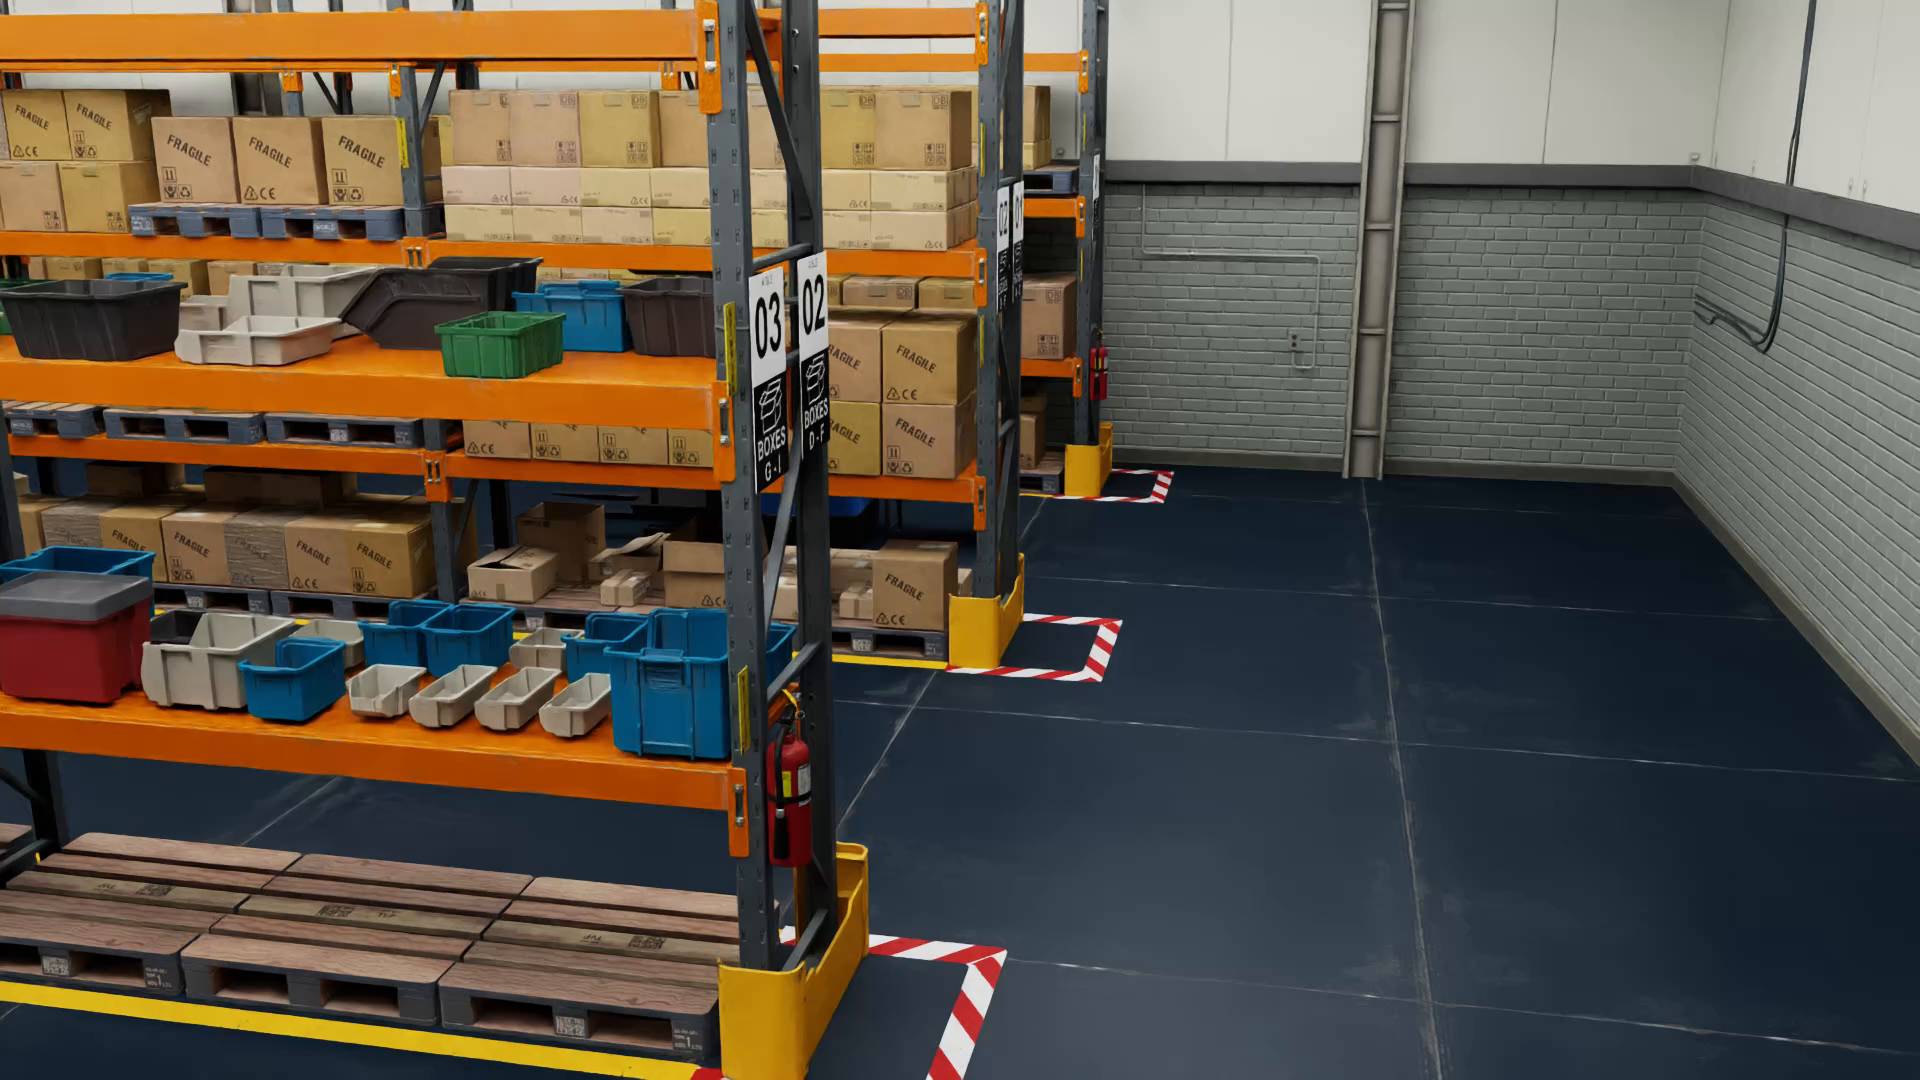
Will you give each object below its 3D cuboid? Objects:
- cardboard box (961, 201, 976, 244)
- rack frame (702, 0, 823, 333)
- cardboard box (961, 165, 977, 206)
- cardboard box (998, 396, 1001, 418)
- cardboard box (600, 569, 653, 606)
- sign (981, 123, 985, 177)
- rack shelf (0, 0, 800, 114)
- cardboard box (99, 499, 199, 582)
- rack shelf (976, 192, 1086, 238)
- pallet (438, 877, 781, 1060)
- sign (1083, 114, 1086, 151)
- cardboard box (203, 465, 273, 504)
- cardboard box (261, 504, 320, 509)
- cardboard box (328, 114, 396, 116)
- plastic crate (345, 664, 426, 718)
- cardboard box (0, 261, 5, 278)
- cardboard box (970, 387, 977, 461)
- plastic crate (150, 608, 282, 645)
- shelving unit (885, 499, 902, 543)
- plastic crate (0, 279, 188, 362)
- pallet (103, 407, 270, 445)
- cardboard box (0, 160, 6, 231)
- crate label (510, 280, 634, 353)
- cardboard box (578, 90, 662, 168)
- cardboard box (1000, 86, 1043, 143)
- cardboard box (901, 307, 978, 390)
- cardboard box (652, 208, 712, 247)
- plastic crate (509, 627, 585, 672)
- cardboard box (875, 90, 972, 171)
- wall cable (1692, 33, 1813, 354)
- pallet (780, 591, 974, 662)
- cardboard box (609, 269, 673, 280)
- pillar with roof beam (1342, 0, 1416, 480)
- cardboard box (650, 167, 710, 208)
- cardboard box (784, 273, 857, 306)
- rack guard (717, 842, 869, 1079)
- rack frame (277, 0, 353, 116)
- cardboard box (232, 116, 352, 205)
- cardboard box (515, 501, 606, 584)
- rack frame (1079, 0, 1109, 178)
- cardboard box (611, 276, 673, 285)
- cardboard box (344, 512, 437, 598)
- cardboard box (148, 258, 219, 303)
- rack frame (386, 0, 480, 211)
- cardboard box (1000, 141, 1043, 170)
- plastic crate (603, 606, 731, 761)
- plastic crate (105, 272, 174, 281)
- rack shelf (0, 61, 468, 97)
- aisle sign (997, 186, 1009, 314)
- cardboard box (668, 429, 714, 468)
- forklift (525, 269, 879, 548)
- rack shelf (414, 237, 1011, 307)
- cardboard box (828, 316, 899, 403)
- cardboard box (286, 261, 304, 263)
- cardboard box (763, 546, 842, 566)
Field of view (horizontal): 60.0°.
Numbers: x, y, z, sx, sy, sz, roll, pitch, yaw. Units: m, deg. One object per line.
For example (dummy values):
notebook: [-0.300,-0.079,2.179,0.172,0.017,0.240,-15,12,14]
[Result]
cardboard box: [-0.179,-2.187,11.431,0.500,0.250,0.500,3,16,11]
rack frame: [-0.717,-2.316,5.995,0.127,3.000,1.000,3,16,11]
cardboard box: [-0.178,-2.430,11.370,0.500,0.250,0.500,3,16,11]
cardboard box: [0.389,-1.297,16.235,0.250,0.149,0.380,3,16,10]
cardboard box: [-2.428,0.343,12.119,0.250,0.166,0.380,3,16,11]
sign: [0.143,-2.448,10.434,0.005,0.325,0.100,3,16,11]
rack shelf: [-2.677,-1.883,6.528,4.000,0.370,1.077,3,16,11]
cardboard box: [-6.172,0.000,12.730,0.500,0.500,0.500,3,16,10]
rack shelf: [-0.703,-3.221,16.231,4.000,0.370,1.077,3,16,11]
pallet: [-1.518,1.865,7.363,1.213,0.211,1.003,3,16,11]
sign: [1.135,-3.709,15.134,0.005,0.325,0.100,3,16,11]
cardboard box: [-5.543,-0.471,13.027,0.500,0.250,0.500,3,16,10]
cardboard box: [-5.085,-0.084,13.034,0.500,0.500,0.500,3,16,12]
cardboard box: [-6.105,-4.137,17.178,0.500,0.500,0.700,2,16,7]
plastic crate: [-2.405,0.639,6.948,0.250,0.136,0.298,3,16,11]
cardboard box: [-10.921,-3.033,18.661,0.500,0.500,0.500,3,16,10]
cardboard box: [-0.109,-0.861,11.794,0.500,0.500,0.500,3,16,12]
plastic crate: [-3.487,0.456,7.631,0.590,0.125,0.437,3,16,11]
shelving unit: [-0.084,-0.727,14.308,1.048,1.500,0.538,3,16,11]
plastic crate: [-3.474,-0.882,6.683,0.590,0.269,0.497,3,16,11]
pallet: [-5.659,-0.951,12.666,1.213,0.211,1.003,3,16,11]
cardboard box: [-7.132,-2.625,12.543,0.500,0.500,0.910,3,16,11]
crate label: [-1.557,-0.932,6.897,0.502,0.251,0.408,3,16,11]
cardboard box: [-2.209,-2.804,11.316,0.500,0.500,0.700,3,16,11]
cardboard box: [0.485,-3.969,15.485,0.500,0.500,0.500,3,16,11]
cardboard box: [-0.109,-1.343,11.660,0.500,0.500,0.500,4,16,13]
cardboard box: [-1.750,-2.135,11.243,0.500,0.250,0.500,3,16,11]
plastic crate: [-1.856,0.500,7.451,0.298,0.136,0.250,3,16,11]
cardboard box: [-0.233,-2.719,11.009,0.500,0.500,0.700,3,16,11]
wall cable: [6.728,-3.017,14.342,0.112,2.526,3.097,3,16,11]
pallet: [-0.582,0.578,12.012,1.213,0.211,1.003,3,16,11]
cardboard box: [-3.171,-2.749,16.612,0.500,0.250,0.500,4,16,12]
pillar with roof beam: [3.217,-3.864,11.584,0.400,9.000,9.100,3,16,11]
cardboard box: [-1.751,-2.374,11.169,0.500,0.250,0.500,3,16,11]
cardboard box: [-1.420,-2.300,16.615,0.700,0.700,0.980,3,16,10]
rack guard: [-0.691,1.778,7.137,0.348,0.500,1.175,3,16,11]
rack frame: [-6.583,-5.333,16.887,0.127,3.000,1.000,3,16,11]
cardboard box: [-4.785,-2.753,12.031,0.600,0.600,0.600,3,16,10]
cardboard box: [-3.031,0.016,12.674,0.500,0.500,0.500,3,16,11]
rack frame: [1.257,-4.907,15.351,0.127,3.000,1.000,3,16,11]
cardboard box: [-3.165,-2.389,16.715,0.500,0.500,0.500,3,16,10]
cardboard box: [-4.187,0.108,12.340,0.500,0.500,0.500,3,16,11]
cardboard box: [-8.270,-2.785,17.915,0.500,0.500,0.700,3,16,11]
rack frame: [-3.646,-3.824,11.440,0.127,3.000,1.000,3,16,11]
cardboard box: [0.487,-3.610,15.592,0.500,0.250,0.500,4,16,13]
plastic crate: [-1.083,0.561,6.671,0.499,0.435,0.616,3,16,11]
plastic crate: [-3.681,-1.037,7.312,0.300,0.233,0.416,3,16,11]
rack shelf: [-5.606,-3.391,11.974,4.000,0.370,1.077,3,16,11]
aisle sign: [0.279,-1.889,10.823,0.004,0.787,0.394,3,16,11]
cardboard box: [-1.710,-0.802,11.583,0.500,0.500,0.500,3,16,10]
forklift: [-2.286,-1.498,14.409,3.031,2.935,1.130,2,16,8]
rack shelf: [-1.686,-1.925,11.552,4.000,0.370,1.077,3,16,11]
cardboard box: [-0.713,-1.229,11.248,0.500,0.500,0.500,4,16,13]
cardboard box: [-6.927,-3.025,17.567,0.250,0.149,0.380,1,16,4]
cardboard box: [-1.183,0.237,12.345,0.500,0.250,0.500,3,16,11]
